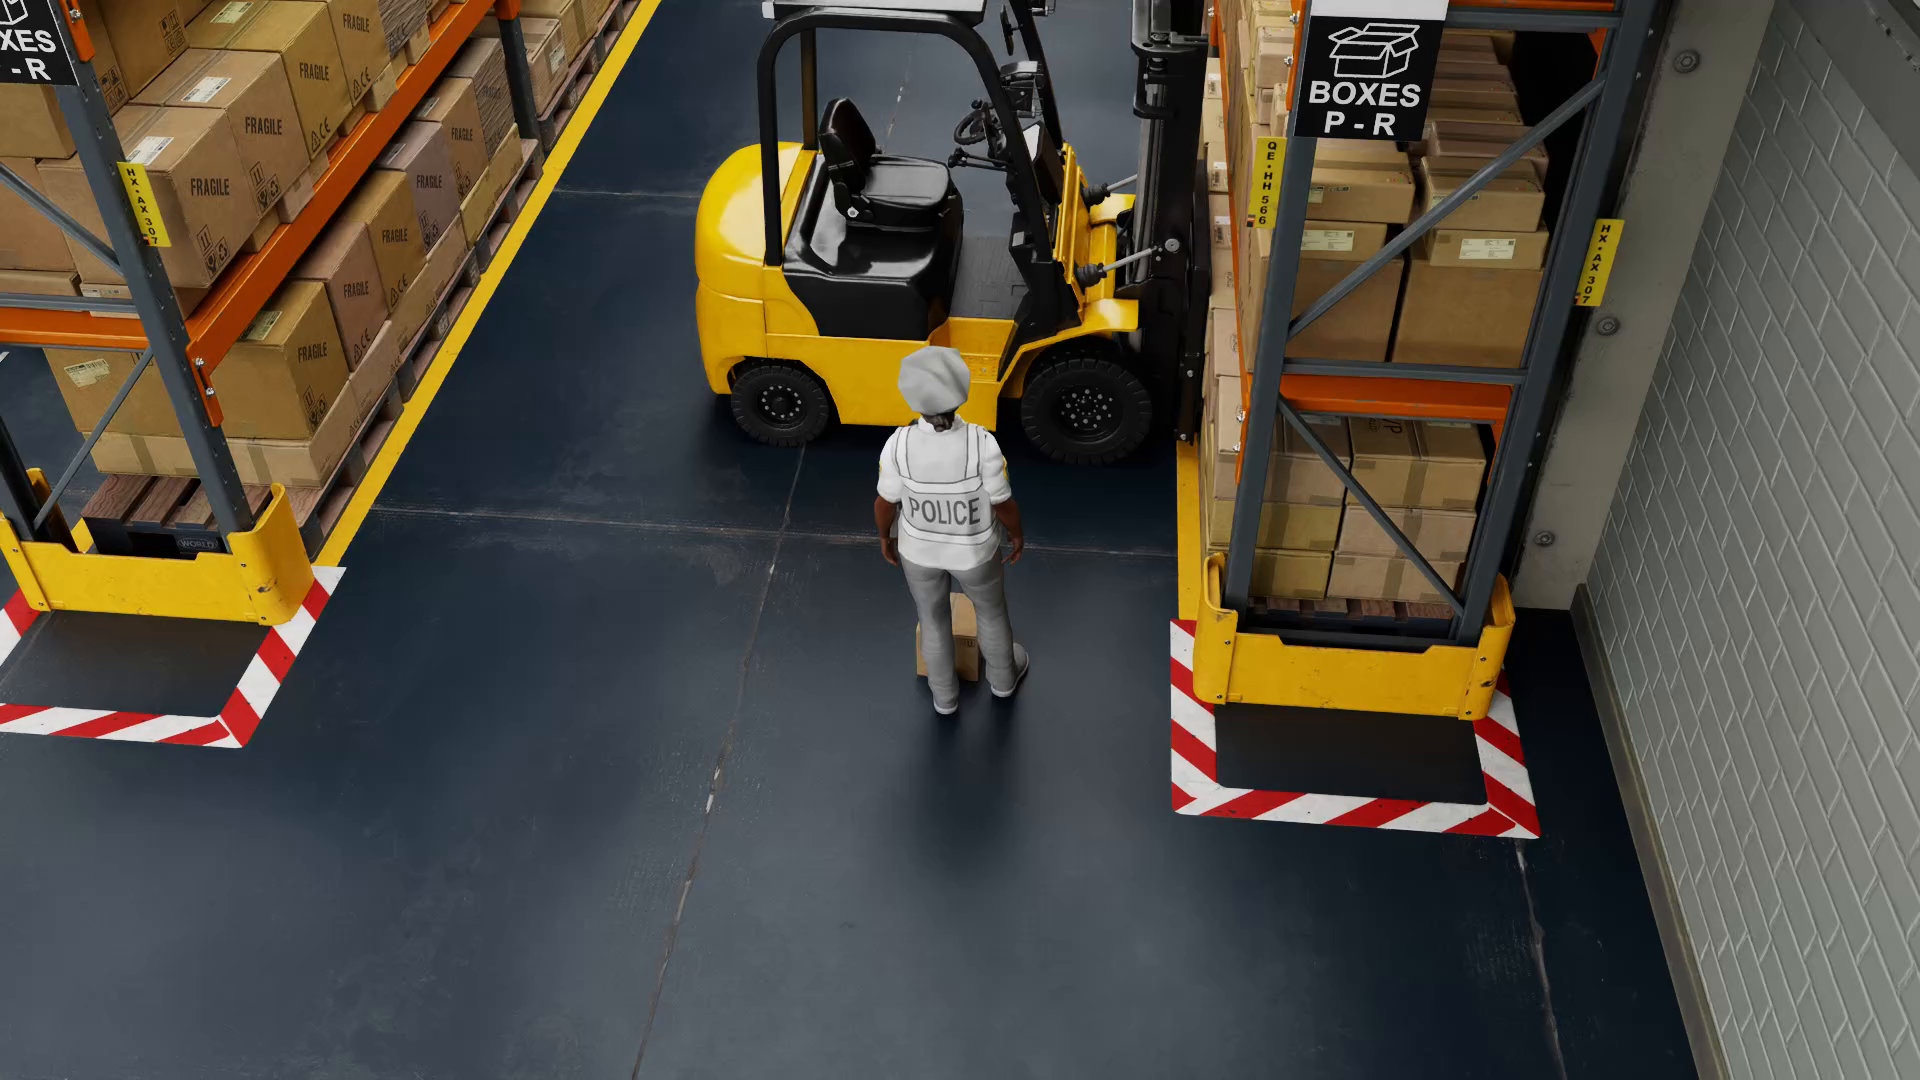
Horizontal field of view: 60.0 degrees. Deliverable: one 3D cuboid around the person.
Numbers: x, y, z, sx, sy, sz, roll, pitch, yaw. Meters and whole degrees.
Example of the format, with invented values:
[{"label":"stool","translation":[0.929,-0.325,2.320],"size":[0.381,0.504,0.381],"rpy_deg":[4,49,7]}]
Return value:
[{"label":"person","translation":[-0.018,-0.033,6.155],"size":[0.569,1.696,0.528],"rpy_deg":[3,40,4]}]
